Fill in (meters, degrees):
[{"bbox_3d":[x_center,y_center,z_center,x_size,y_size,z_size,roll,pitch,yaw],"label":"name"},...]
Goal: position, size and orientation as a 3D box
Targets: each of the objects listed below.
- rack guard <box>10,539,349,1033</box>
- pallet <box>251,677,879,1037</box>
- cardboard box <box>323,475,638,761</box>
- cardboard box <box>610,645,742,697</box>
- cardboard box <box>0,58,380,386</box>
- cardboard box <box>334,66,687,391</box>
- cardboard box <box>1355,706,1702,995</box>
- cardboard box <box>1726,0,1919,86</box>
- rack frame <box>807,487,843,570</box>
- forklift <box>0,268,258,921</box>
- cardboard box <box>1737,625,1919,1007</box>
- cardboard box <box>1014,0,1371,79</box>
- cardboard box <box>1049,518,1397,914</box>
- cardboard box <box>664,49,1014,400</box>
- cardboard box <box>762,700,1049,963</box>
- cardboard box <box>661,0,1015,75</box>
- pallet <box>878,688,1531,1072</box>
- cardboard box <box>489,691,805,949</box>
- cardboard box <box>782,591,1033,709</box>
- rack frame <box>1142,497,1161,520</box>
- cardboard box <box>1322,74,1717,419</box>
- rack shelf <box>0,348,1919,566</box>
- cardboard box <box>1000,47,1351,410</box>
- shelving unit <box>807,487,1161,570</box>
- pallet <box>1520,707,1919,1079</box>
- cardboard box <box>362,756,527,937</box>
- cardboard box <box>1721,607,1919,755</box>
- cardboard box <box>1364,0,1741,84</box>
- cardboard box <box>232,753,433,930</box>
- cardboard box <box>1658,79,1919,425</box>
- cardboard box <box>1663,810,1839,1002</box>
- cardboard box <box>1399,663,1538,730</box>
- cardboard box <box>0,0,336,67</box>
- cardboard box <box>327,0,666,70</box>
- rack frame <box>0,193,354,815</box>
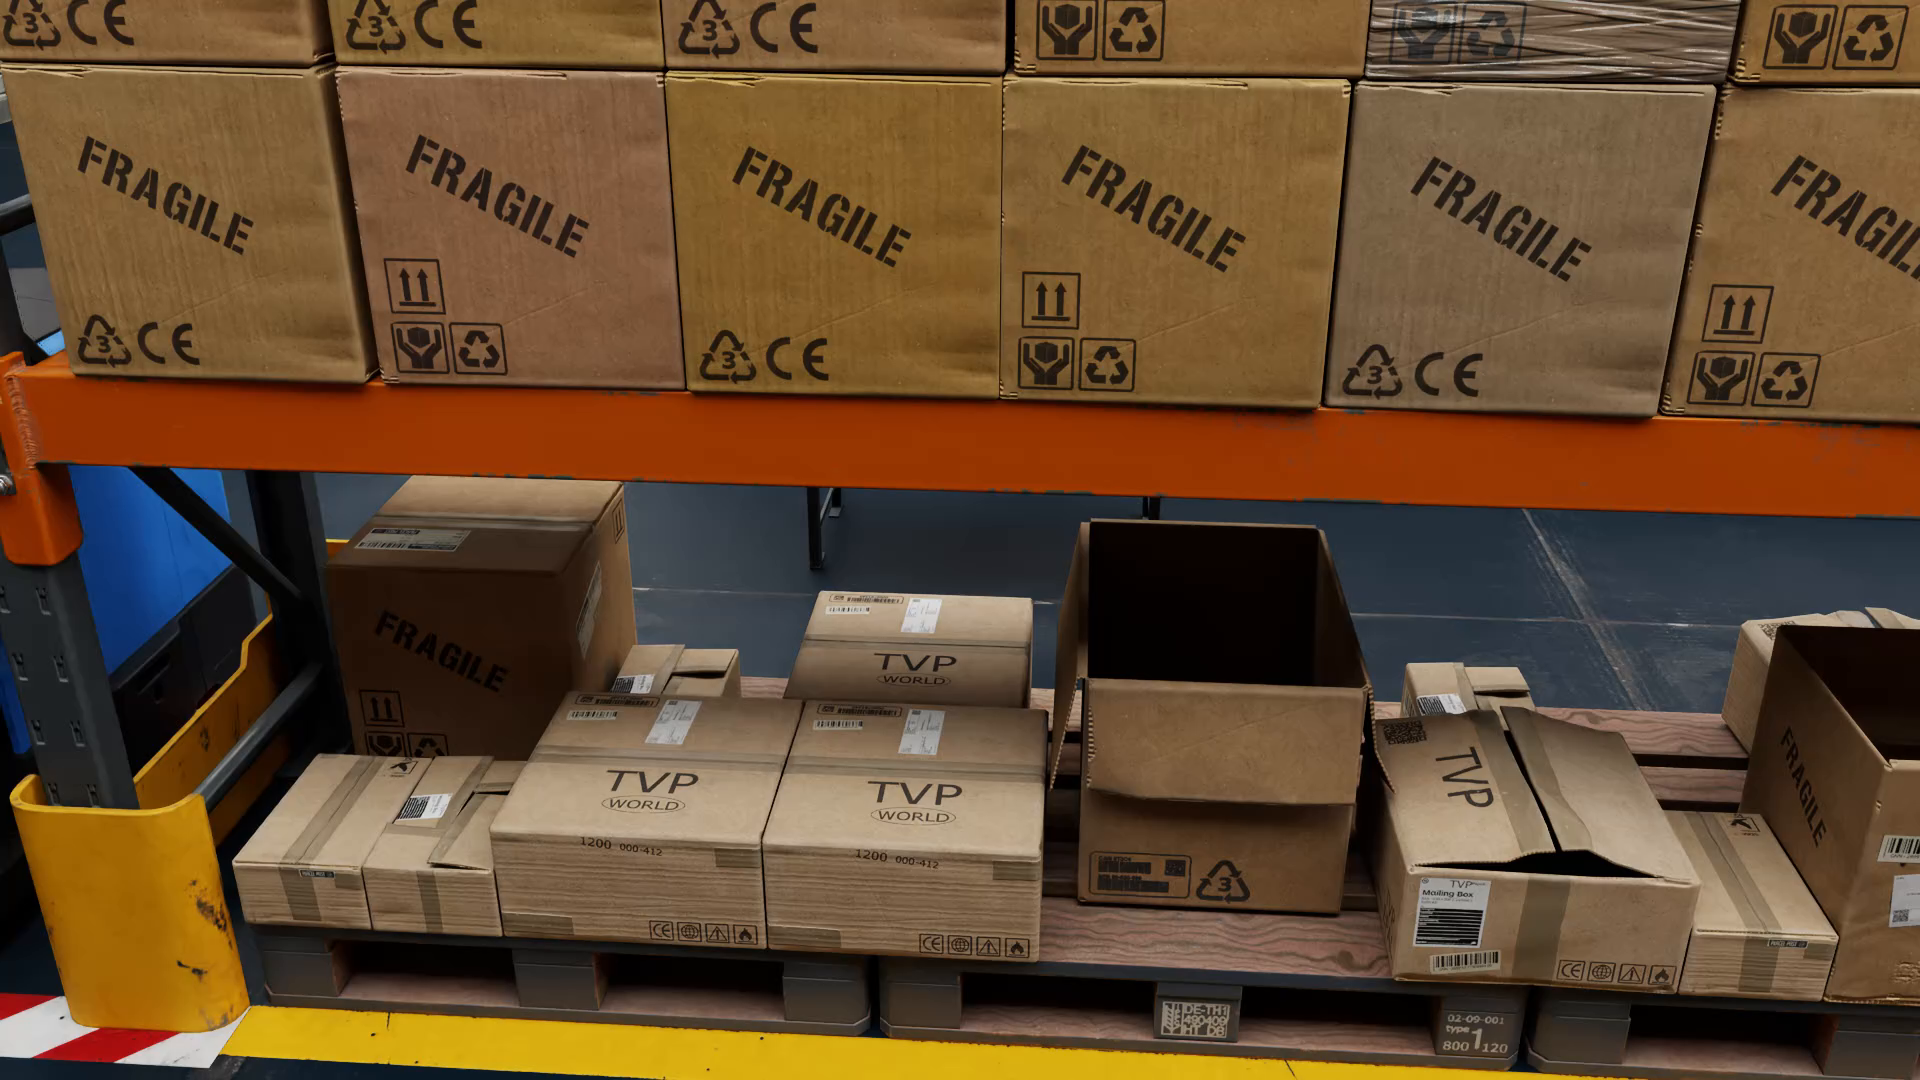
[{"bbox_3d":[-1.529,0.472,3.626,0.348,0.500,1.175,2,25,4],"label":"rack guard"},{"bbox_3d":[-0.734,0.629,3.632,1.213,0.211,1.003,2,25,4],"label":"pallet"},{"bbox_3d":[-1.044,0.185,3.725,0.500,0.500,0.500,2,25,4],"label":"cardboard box"},{"bbox_3d":[-0.647,0.387,3.685,0.250,0.166,0.380,2,25,4],"label":"cardboard box"},{"bbox_3d":[-1.182,-0.587,2.818,0.500,0.500,0.500,2,25,5],"label":"cardboard box"},{"bbox_3d":[-0.668,-0.573,2.787,0.500,0.500,0.500,2,25,3],"label":"cardboard box"},{"bbox_3d":[1.046,0.560,3.136,0.500,0.311,0.500,2,25,4],"label":"cardboard box"},{"bbox_3d":[1.349,-0.961,2.435,0.500,0.500,0.500,1,25,3],"label":"cardboard box"},{"bbox_3d":[-0.422,-0.695,4.966,0.032,1.500,0.500,2,25,4],"label":"rack frame"},{"bbox_3d":[-2.527,-0.421,2.658,1.130,2.935,3.031,2,25,4],"label":"forklift"},{"bbox_3d":[1.794,0.498,3.044,0.500,0.500,0.500,2,25,4],"label":"cardboard box"},{"bbox_3d":[0.344,-0.994,2.506,0.500,0.500,0.500,2,25,4],"label":"cardboard box"},{"bbox_3d":[0.510,0.338,3.386,0.637,0.503,0.797,2,25,4],"label":"cardboard box"},{"bbox_3d":[-0.167,-0.556,2.750,0.500,0.500,0.500,2,25,4],"label":"cardboard box"},{"bbox_3d":[-0.087,0.551,3.227,0.500,0.250,0.500,2,25,4],"label":"cardboard box"},{"bbox_3d":[-0.162,-1.010,2.540,0.500,0.500,0.500,2,25,5],"label":"cardboard box"},{"bbox_3d":[0.479,0.669,3.545,1.213,0.211,1.003,2,25,4],"label":"pallet"},{"bbox_3d":[-0.586,0.535,3.262,0.500,0.250,0.500,2,25,4],"label":"cardboard box"},{"bbox_3d":[-0.099,0.341,3.684,0.500,0.250,0.500,2,25,4],"label":"cardboard box"},{"bbox_3d":[0.592,-0.662,4.895,0.032,1.500,0.500,2,25,4],"label":"rack frame"},{"bbox_3d":[0.839,-0.524,2.680,0.500,0.500,0.500,2,25,5],"label":"cardboard box"},{"bbox_3d":[0.389,-0.275,3.120,4.000,0.370,1.077,2,25,4],"label":"rack shelf"},{"bbox_3d":[0.331,-0.539,2.713,0.500,0.500,0.500,2,25,5],"label":"cardboard box"},{"bbox_3d":[0.085,-0.679,4.931,1.048,1.500,0.538,2,25,4],"label":"shelving unit"},{"bbox_3d":[1.699,0.707,3.462,1.213,0.211,1.003,2,25,4],"label":"pallet"},{"bbox_3d":[-0.964,0.586,3.251,0.250,0.166,0.380,2,25,4],"label":"cardboard box"},{"bbox_3d":[1.982,0.380,3.526,0.500,0.311,0.500,2,25,4],"label":"cardboard box"},{"bbox_3d":[0.846,-0.977,2.470,0.500,0.500,0.500,2,25,4],"label":"cardboard box"},{"bbox_3d":[-1.214,0.586,3.272,0.250,0.149,0.380,2,25,4],"label":"cardboard box"},{"bbox_3d":[1.351,-0.508,2.647,0.500,0.500,0.500,3,25,5],"label":"cardboard box"},{"bbox_3d":[1.415,0.670,3.089,0.250,0.149,0.380,2,25,4],"label":"cardboard box"},{"bbox_3d":[1.118,0.422,3.607,0.250,0.166,0.380,2,25,4],"label":"cardboard box"},{"bbox_3d":[-1.182,-1.041,2.609,0.500,0.500,0.500,3,25,6],"label":"cardboard box"},{"bbox_3d":[-0.661,-1.028,2.580,0.500,0.500,0.500,2,25,5],"label":"cardboard box"},{"bbox_3d":[-1.605,-0.666,3.109,0.127,3.000,1.000,2,25,4],"label":"rack frame"}]
